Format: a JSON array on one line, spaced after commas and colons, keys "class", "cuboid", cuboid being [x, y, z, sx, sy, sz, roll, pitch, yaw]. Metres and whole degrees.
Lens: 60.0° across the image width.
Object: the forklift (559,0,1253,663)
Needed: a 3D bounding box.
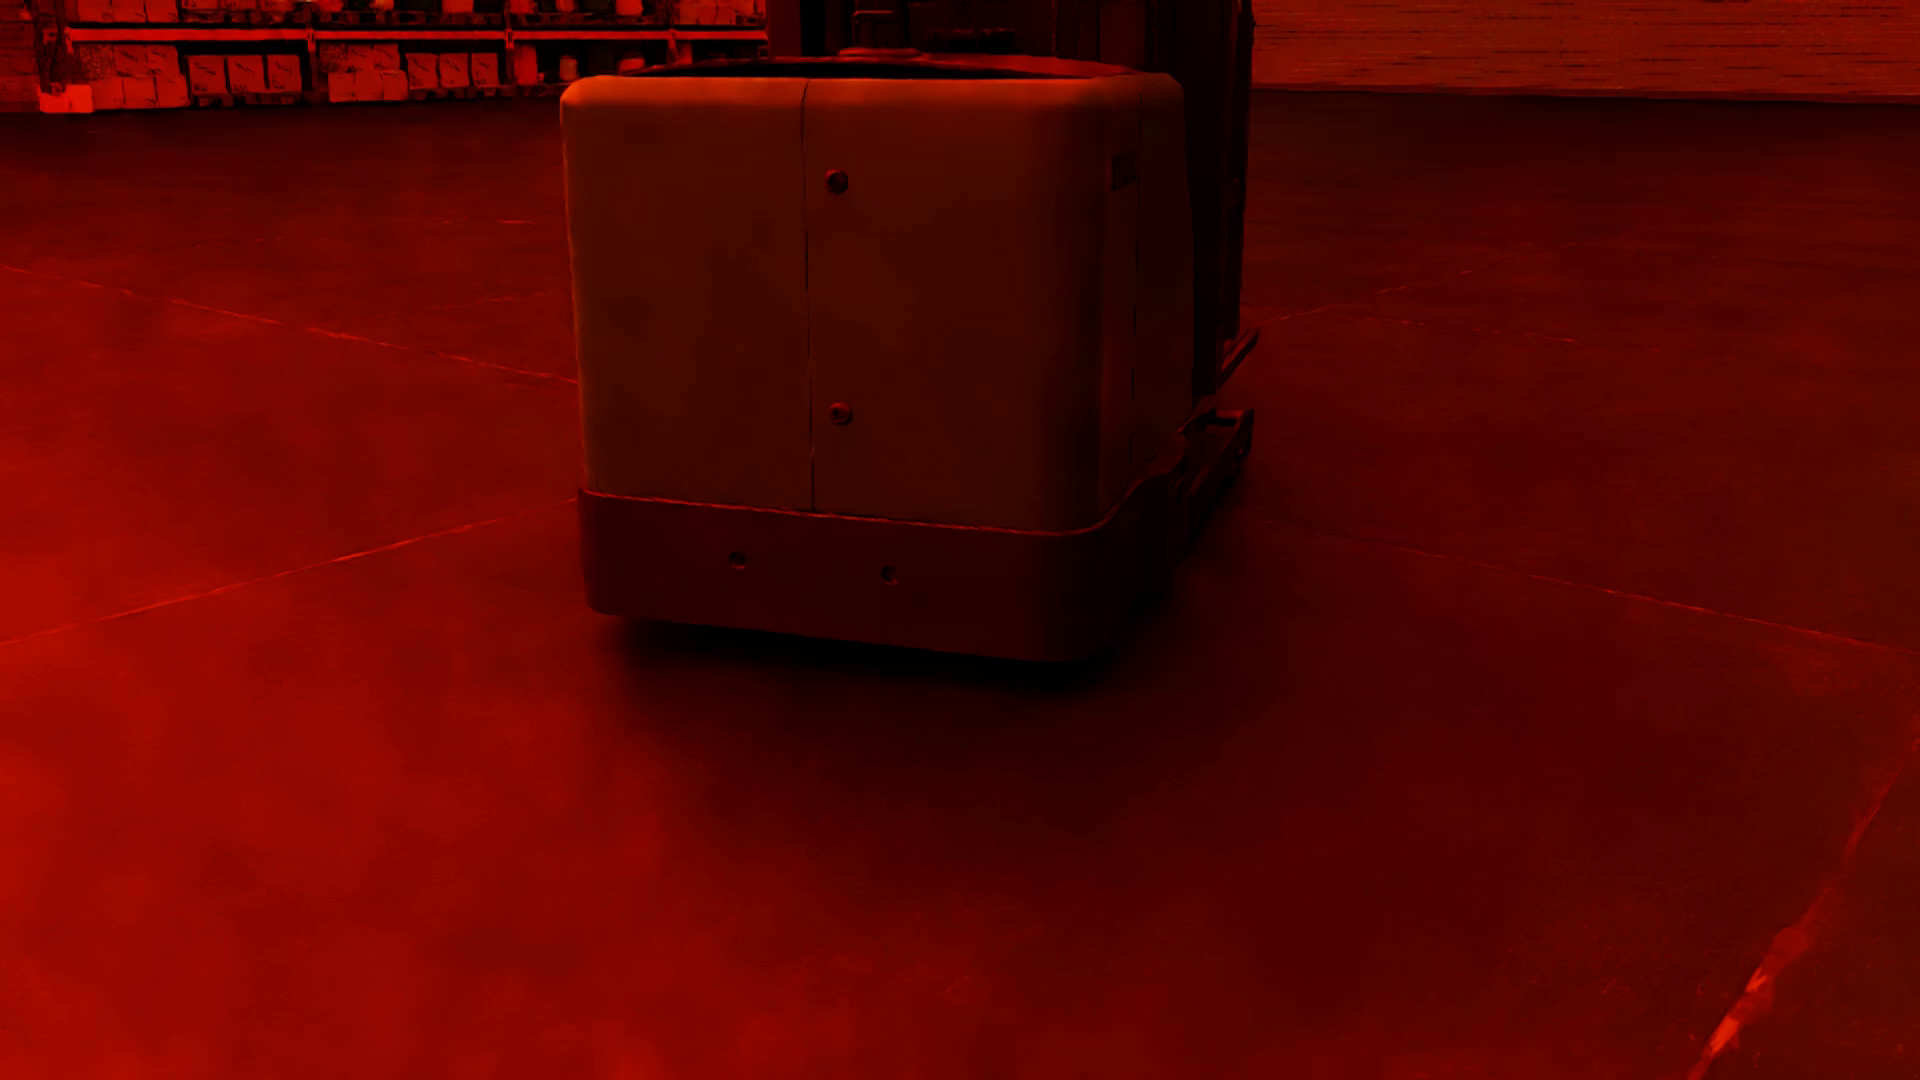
[{"class": "forklift", "cuboid": [0.019, -1.378, 3.586, 1.129, 2.843, 1.939, 5, 18, 17]}]
